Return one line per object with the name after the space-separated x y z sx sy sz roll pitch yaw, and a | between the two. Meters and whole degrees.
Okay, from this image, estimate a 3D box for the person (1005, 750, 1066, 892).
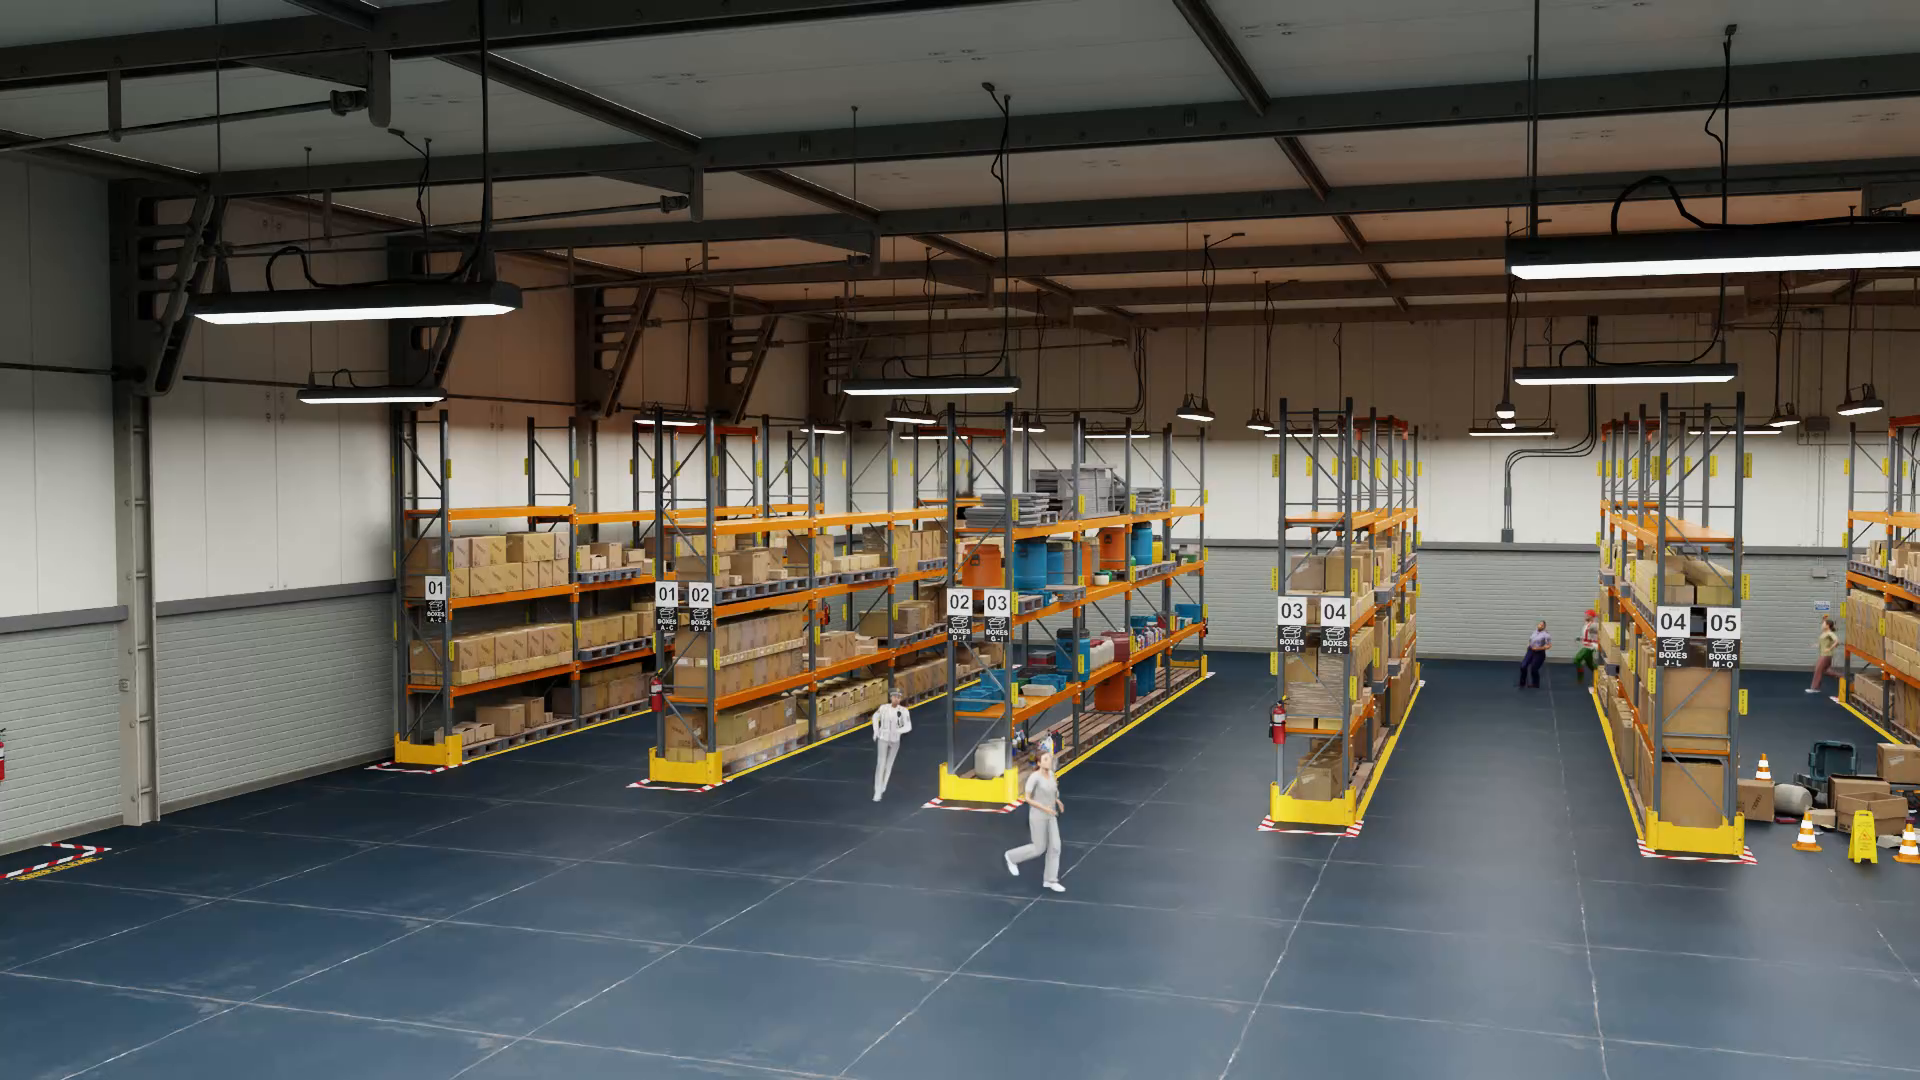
0.951 3.334 19.927 0.820 1.662 0.575 2 3 42 | person

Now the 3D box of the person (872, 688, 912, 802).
-1.035 3.095 25.295 0.588 1.728 0.686 0 2 -5 | person

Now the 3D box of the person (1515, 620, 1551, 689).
13.029 2.660 37.630 0.556 1.552 0.767 -2 3 -37 | person

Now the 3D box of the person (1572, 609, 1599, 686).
14.479 2.487 38.265 0.693 1.798 0.719 0 2 8 | person

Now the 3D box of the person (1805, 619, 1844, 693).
19.293 2.592 36.954 0.899 1.661 0.582 1 3 23 | person
